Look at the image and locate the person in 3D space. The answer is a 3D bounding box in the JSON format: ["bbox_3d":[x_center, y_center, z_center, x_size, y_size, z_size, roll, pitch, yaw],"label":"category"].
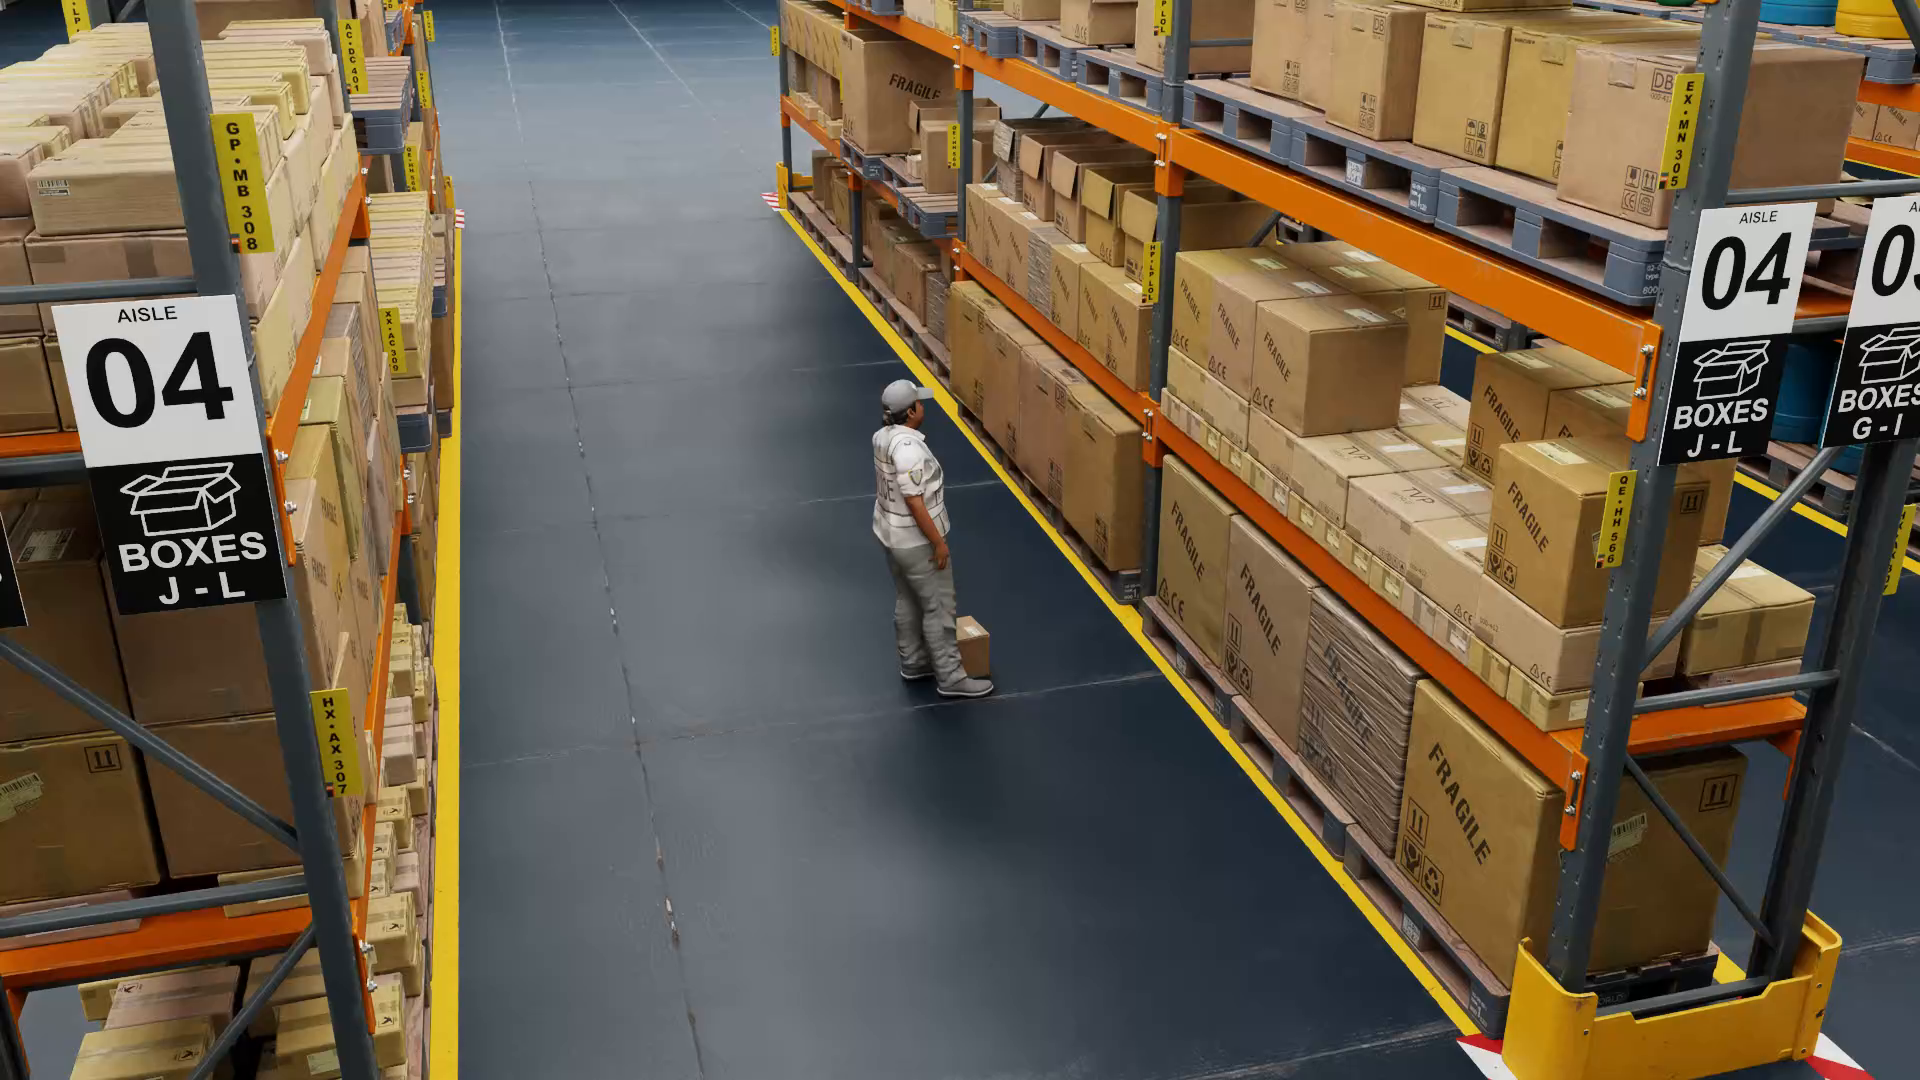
[{"bbox_3d":[-0.161,-0.023,8.618,0.529,1.670,0.599,-9,25,-20],"label":"person"}]
